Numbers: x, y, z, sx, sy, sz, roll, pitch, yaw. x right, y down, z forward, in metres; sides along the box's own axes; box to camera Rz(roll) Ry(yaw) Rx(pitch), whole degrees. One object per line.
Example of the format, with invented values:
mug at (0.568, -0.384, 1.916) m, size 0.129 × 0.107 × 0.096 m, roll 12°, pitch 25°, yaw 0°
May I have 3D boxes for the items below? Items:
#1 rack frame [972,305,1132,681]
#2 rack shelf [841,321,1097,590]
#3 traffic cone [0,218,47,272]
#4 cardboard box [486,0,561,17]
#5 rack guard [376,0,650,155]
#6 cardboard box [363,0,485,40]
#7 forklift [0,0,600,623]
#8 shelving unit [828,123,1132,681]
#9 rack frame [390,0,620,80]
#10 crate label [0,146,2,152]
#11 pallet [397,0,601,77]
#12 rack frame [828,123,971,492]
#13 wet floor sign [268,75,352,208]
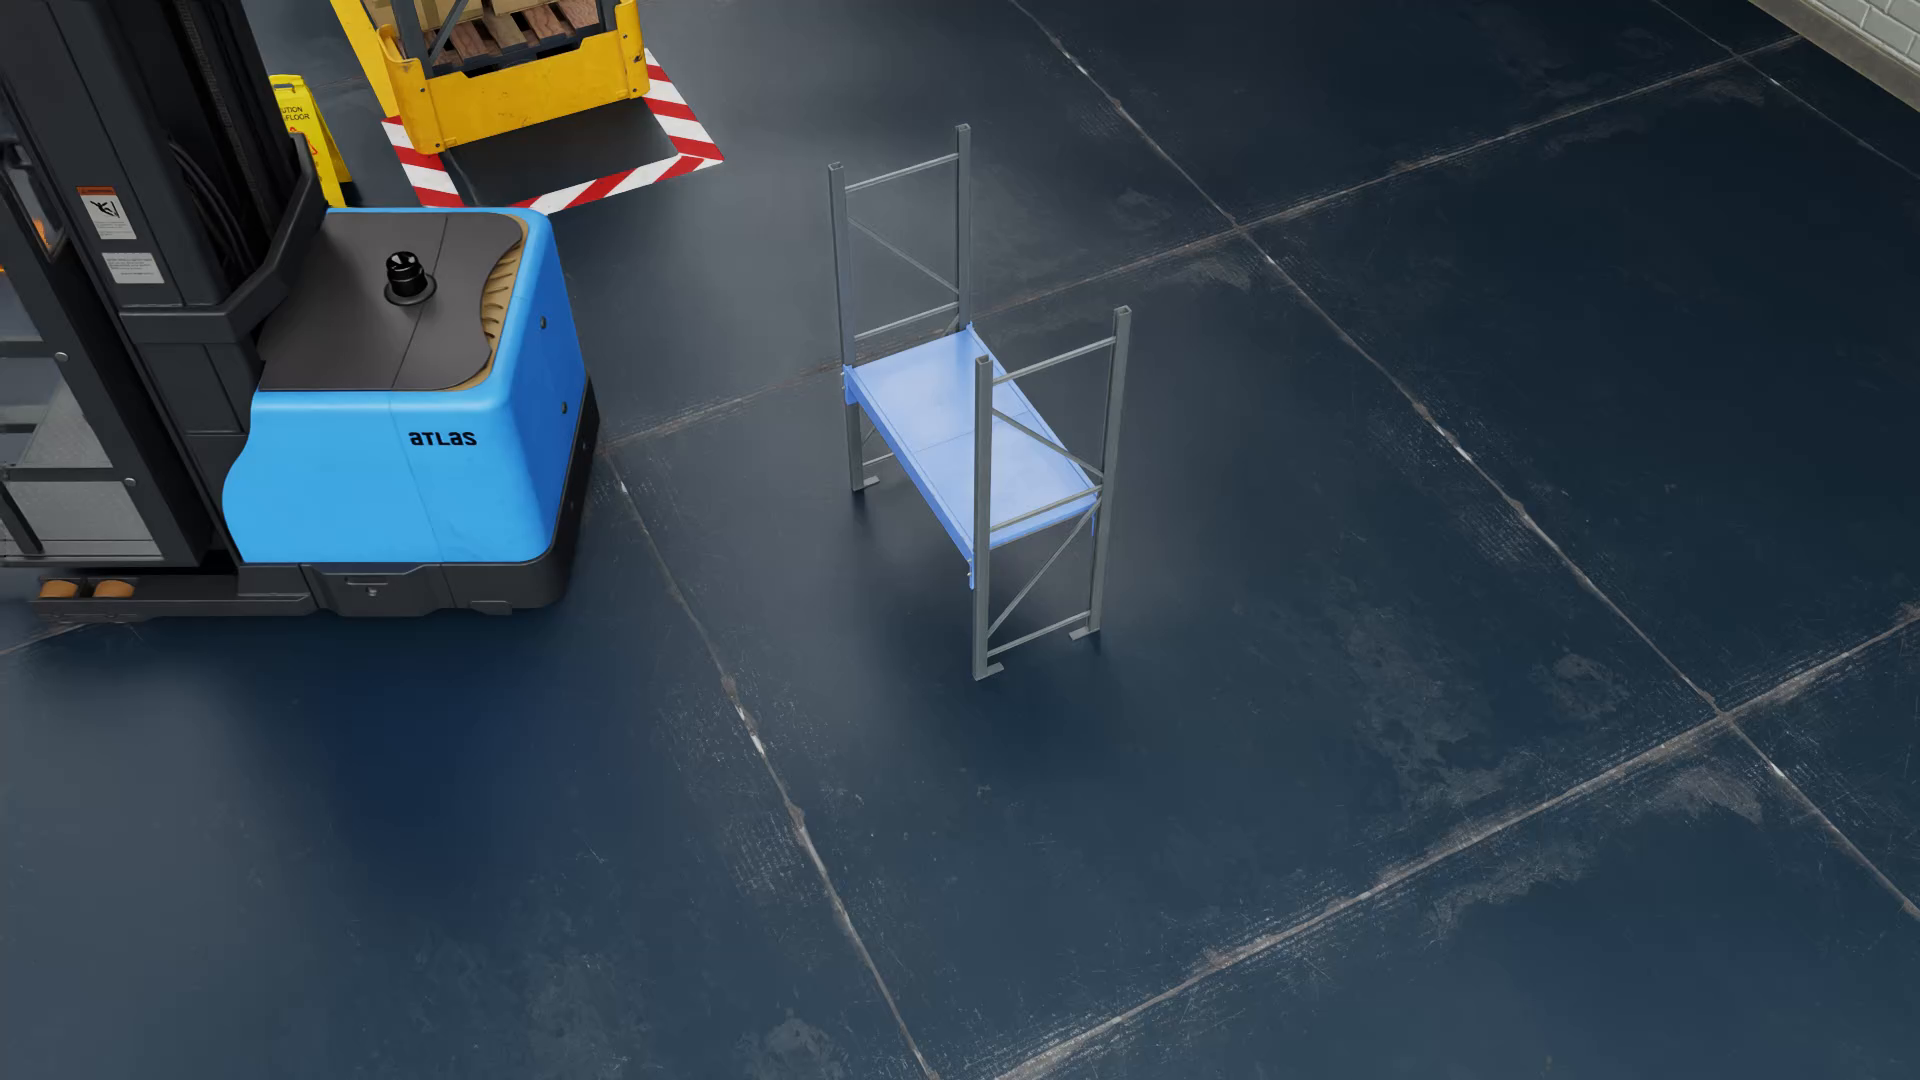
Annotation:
rack frame at (0.272, -0.096, 5.338) m, size 0.500 × 1.500 × 0.032 m, roll -21°, pitch 52°, yaw -18°
rack shelf at (0.039, -0.318, 5.771) m, size 0.538 × 0.185 × 1.000 m, roll -21°, pitch 52°, yaw -18°
traffic cone at (-4.242, -1.450, 7.211) m, size 0.336 × 0.463 × 0.334 m, roll -21°, pitch 52°, yaw -18°
cardboard box at (-2.190, -2.920, 8.358) m, size 0.500 × 0.250 × 0.500 m, roll -22°, pitch 52°, yaw -18°
rack guard at (-2.102, -2.279, 7.911) m, size 1.175 × 0.500 × 0.348 m, roll -21°, pitch 52°, yaw -18°
cardboard box at (-2.687, -2.749, 8.209) m, size 0.500 × 0.250 × 0.500 m, roll -21°, pitch 52°, yaw -18°
forklift at (-2.936, -1.066, 5.235) m, size 3.031 × 2.935 × 1.130 m, roll 0°, pitch 49°, yaw 0°
shelving unit at (0.039, -0.437, 5.636) m, size 0.538 × 1.500 × 1.048 m, roll -21°, pitch 52°, yaw -18°
rack frame at (-2.067, -3.051, 6.926) m, size 1.000 × 3.000 × 0.127 m, roll -21°, pitch 52°, yaw -18°
crate label at (-4.657, -1.847, 7.775) m, size 0.298 × 0.136 × 0.250 m, roll 26°, pitch 54°, yaw 21°
pallet at (-2.442, -2.740, 8.506) m, size 1.003 × 0.211 × 1.213 m, roll -21°, pitch 52°, yaw -18°
rack frame at (-0.194, -0.777, 5.933) m, size 0.500 × 1.500 × 0.032 m, roll -21°, pitch 52°, yaw -18°
wet floor sign at (-2.932, -1.781, 7.379) m, size 0.267 × 0.644 × 0.232 m, roll -5°, pitch 49°, yaw -5°
